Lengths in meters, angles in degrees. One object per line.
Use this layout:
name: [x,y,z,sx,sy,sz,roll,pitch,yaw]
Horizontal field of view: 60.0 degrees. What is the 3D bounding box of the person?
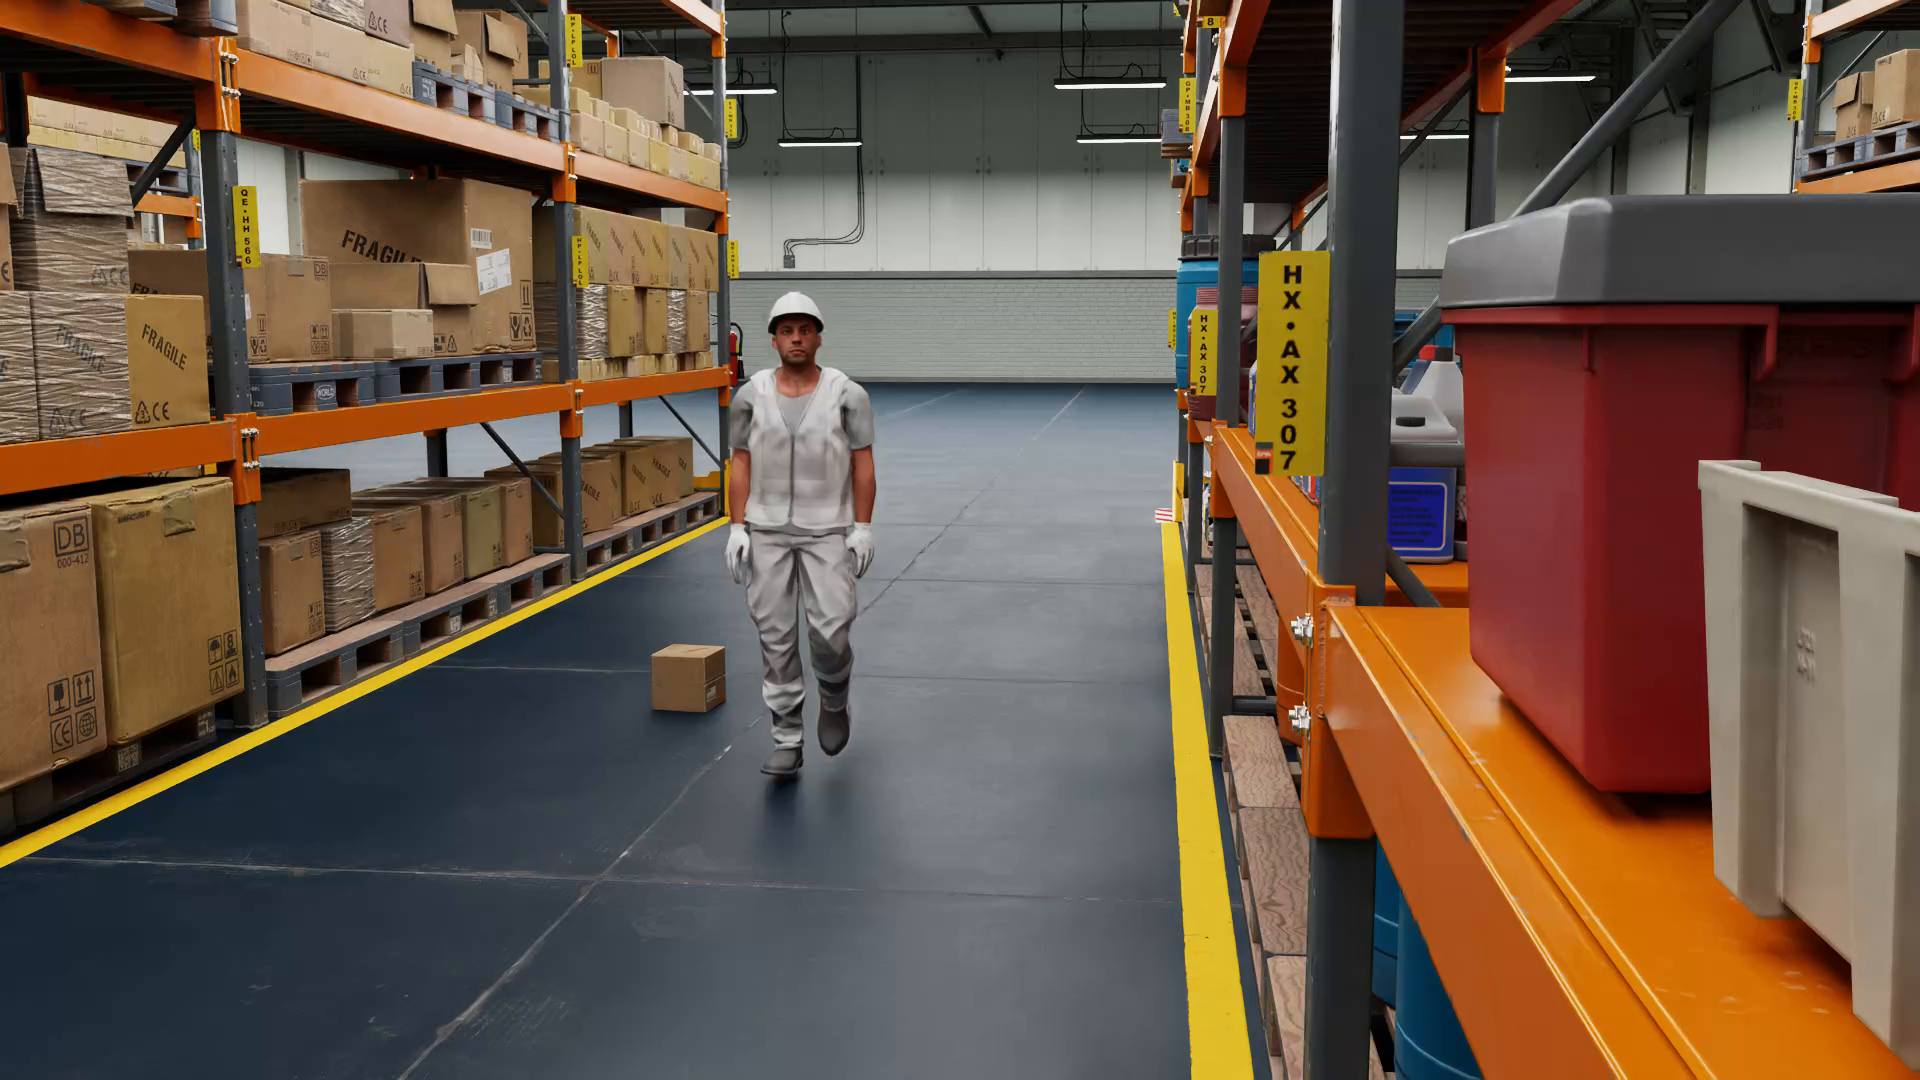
person: [-0.587,-0.024,6.187,0.541,1.780,0.513,1,8,4]
